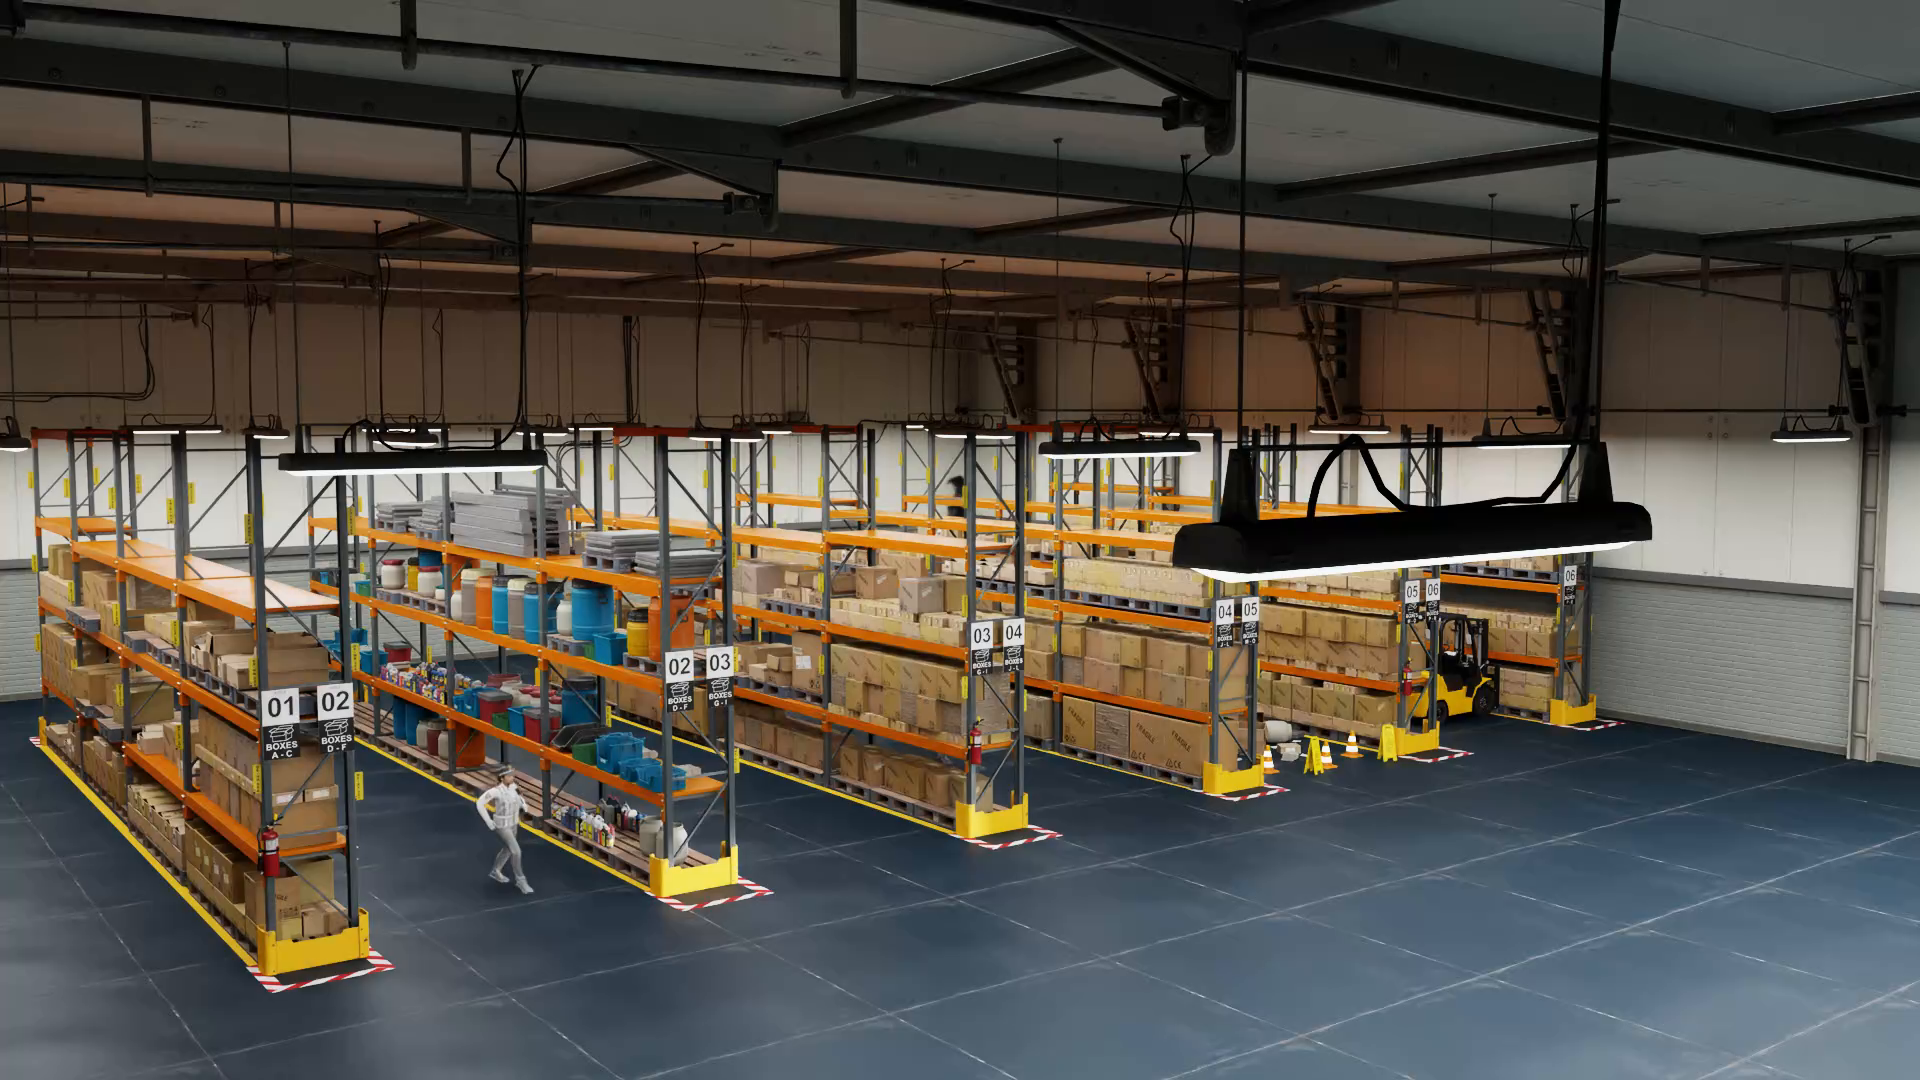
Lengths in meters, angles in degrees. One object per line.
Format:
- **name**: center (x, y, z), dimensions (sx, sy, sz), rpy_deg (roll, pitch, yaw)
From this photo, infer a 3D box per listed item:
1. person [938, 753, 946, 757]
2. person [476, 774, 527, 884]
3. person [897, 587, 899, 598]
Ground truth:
- **person**: center (0.047, 3.168, 29.291), dimensions (0.930, 1.528, 0.589), rpy_deg (3, 5, 30)
- **person**: center (-6.006, 3.727, 21.799), dimensions (0.638, 1.547, 0.699), rpy_deg (2, 5, 25)
- **person**: center (-1.572, 1.947, 44.685), dimensions (0.664, 1.753, 0.689), rpy_deg (-2, 5, -29)
